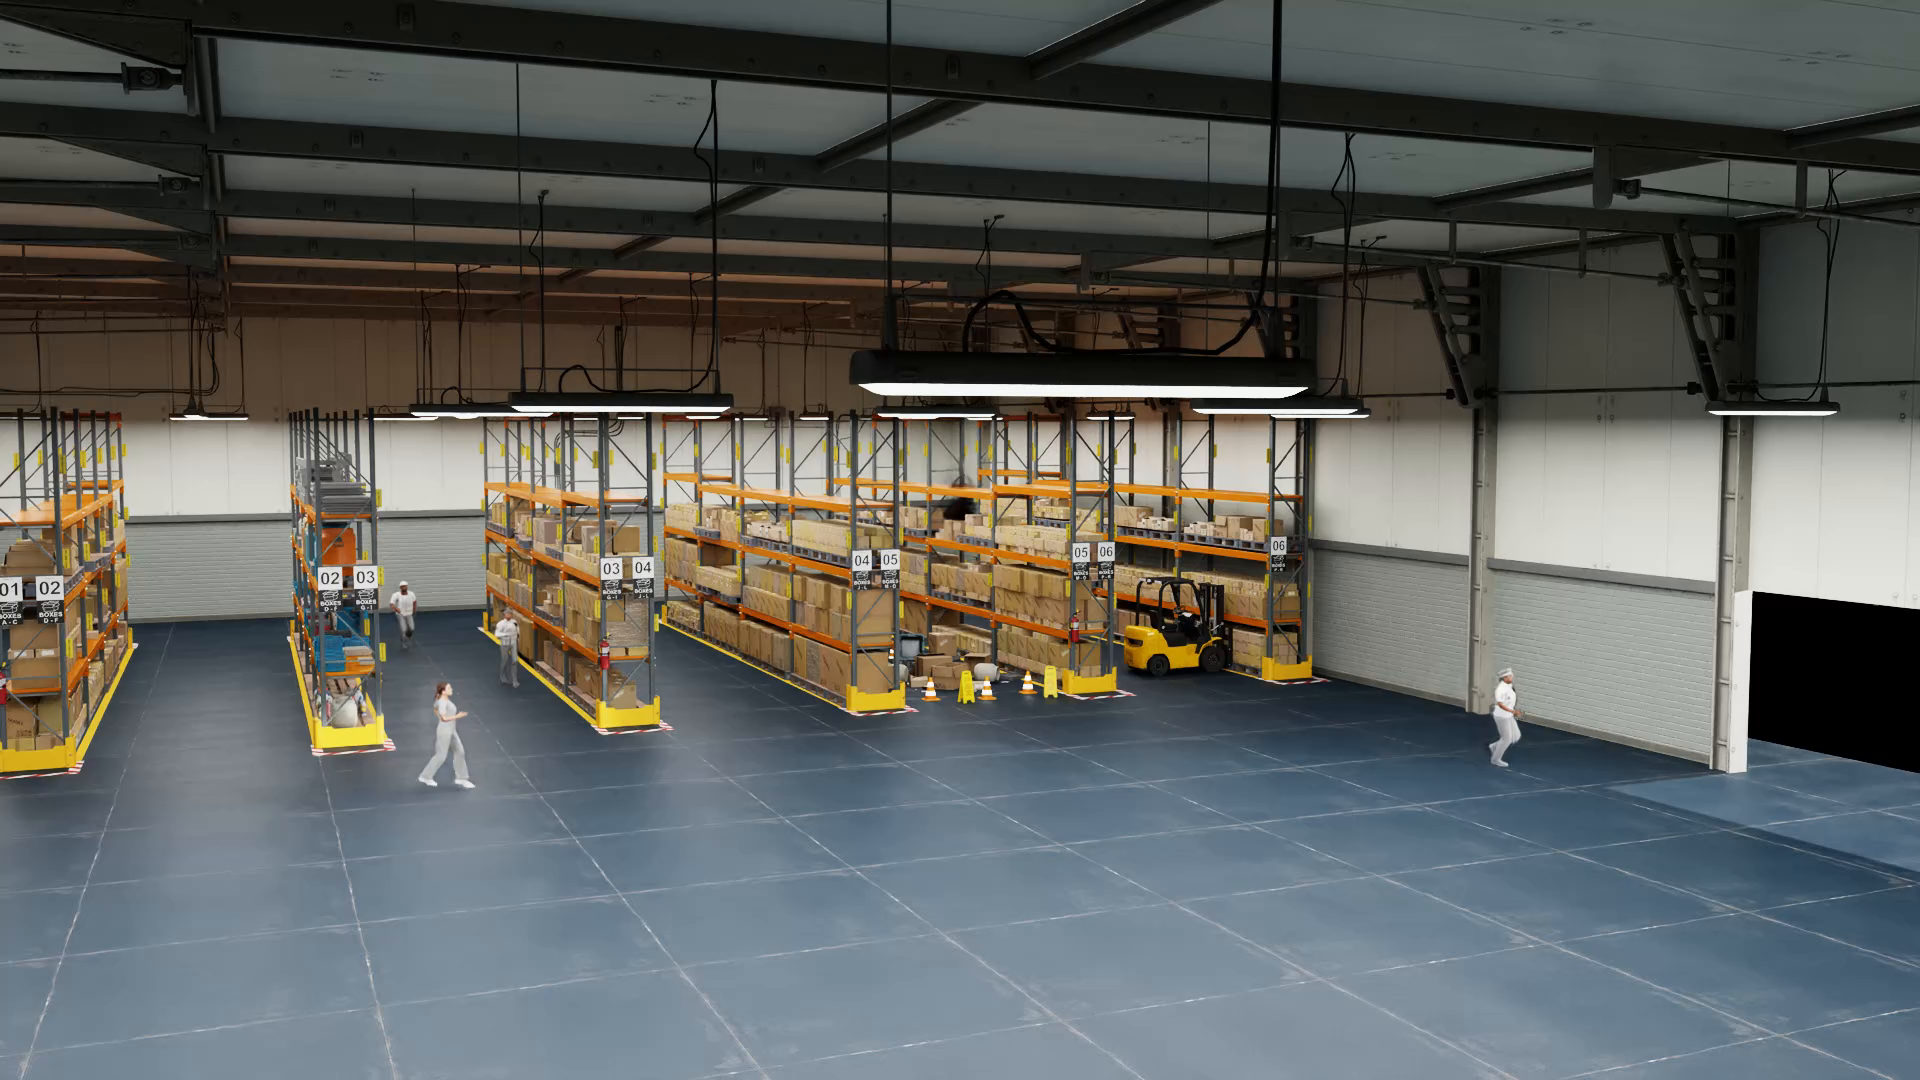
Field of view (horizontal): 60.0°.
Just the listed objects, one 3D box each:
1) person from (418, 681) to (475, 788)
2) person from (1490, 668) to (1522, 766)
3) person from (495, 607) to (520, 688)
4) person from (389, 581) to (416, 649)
[{"bbox_3d":[-8.037,3.051,25.966,0.841,1.706,0.555,0,4,-5],"label":"person"},{"bbox_3d":[9.136,2.948,27.804,0.570,1.658,0.573,3,5,32],"label":"person"},{"bbox_3d":[-9.856,2.320,36.298,0.602,1.733,0.812,-2,5,-31],"label":"person"},{"bbox_3d":[-14.080,1.899,42.161,0.706,1.724,0.567,-3,5,-33],"label":"person"}]
